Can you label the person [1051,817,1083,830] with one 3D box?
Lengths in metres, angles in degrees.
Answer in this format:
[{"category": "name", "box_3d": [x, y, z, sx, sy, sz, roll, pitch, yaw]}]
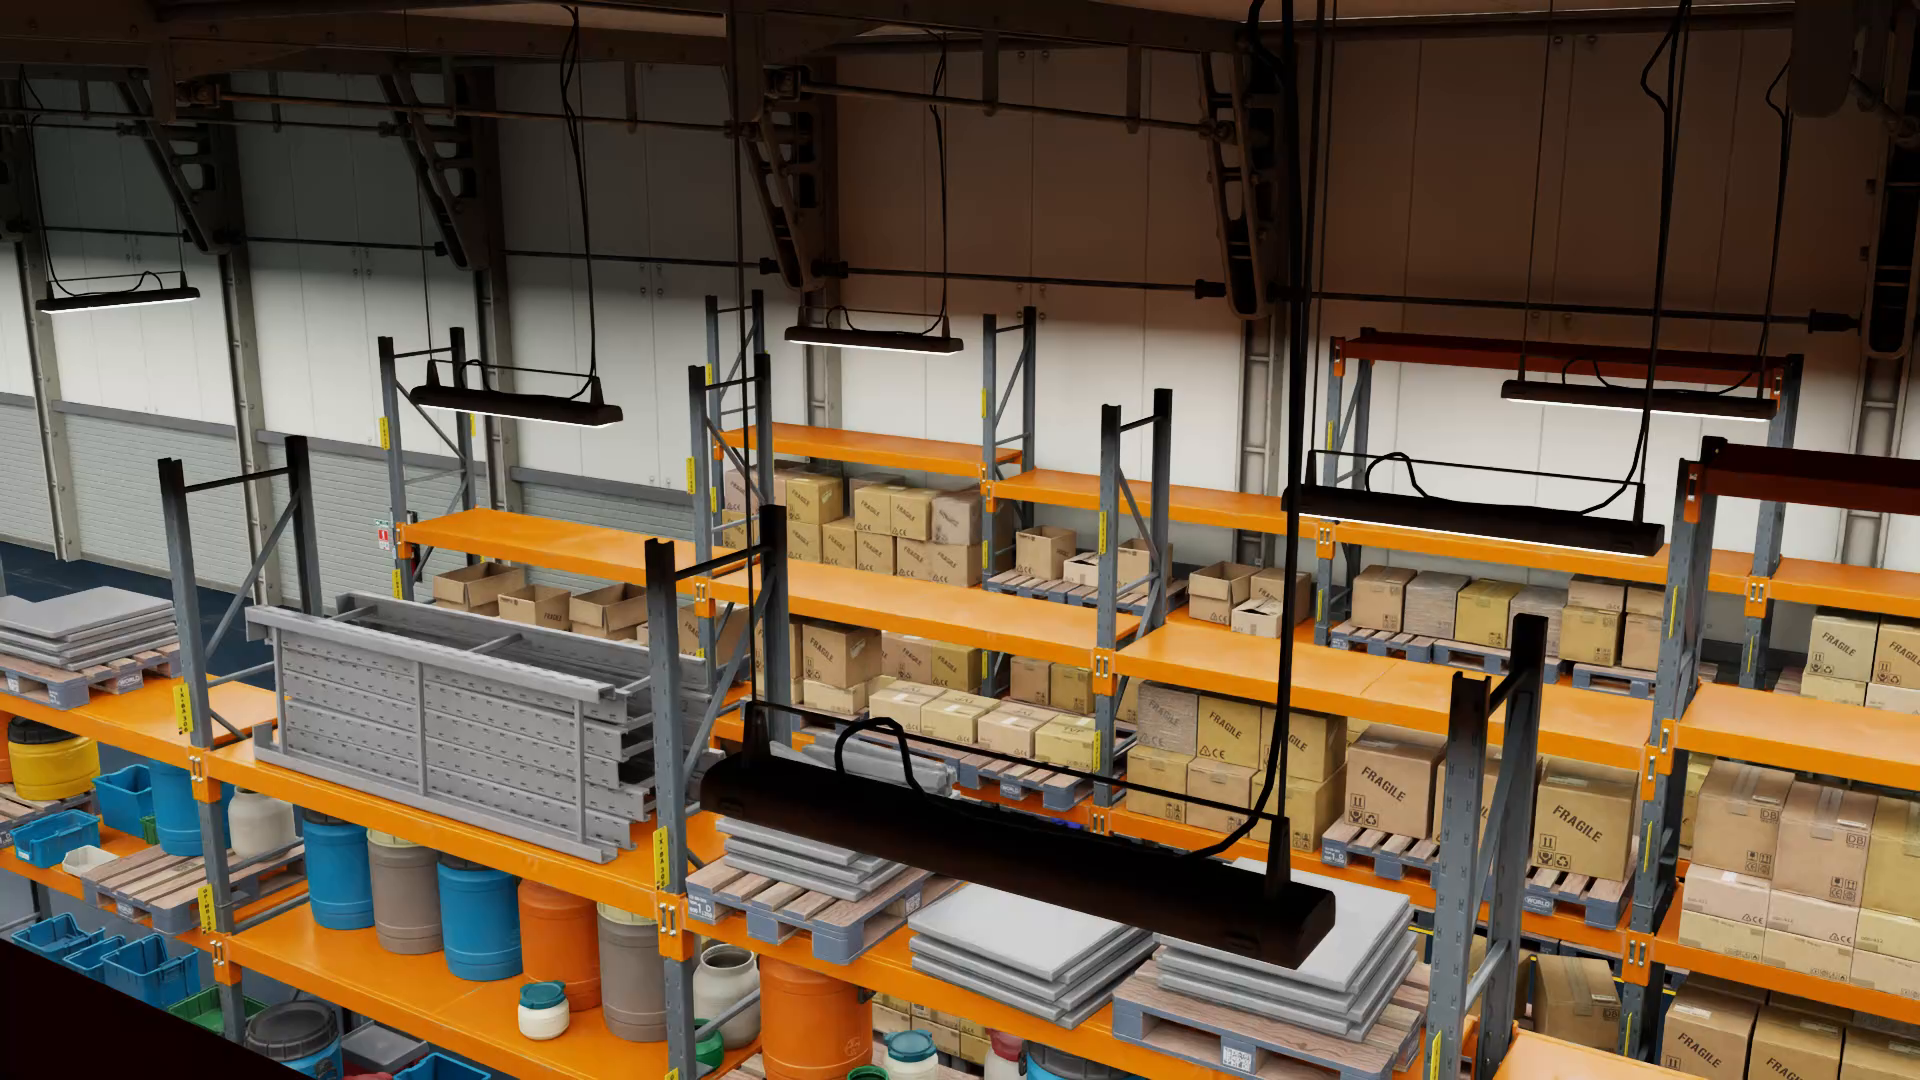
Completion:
[{"category": "person", "box_3d": [1.021, 3.226, 16.794, 0.501, 1.656, 0.507, 8, 16, 30]}]
